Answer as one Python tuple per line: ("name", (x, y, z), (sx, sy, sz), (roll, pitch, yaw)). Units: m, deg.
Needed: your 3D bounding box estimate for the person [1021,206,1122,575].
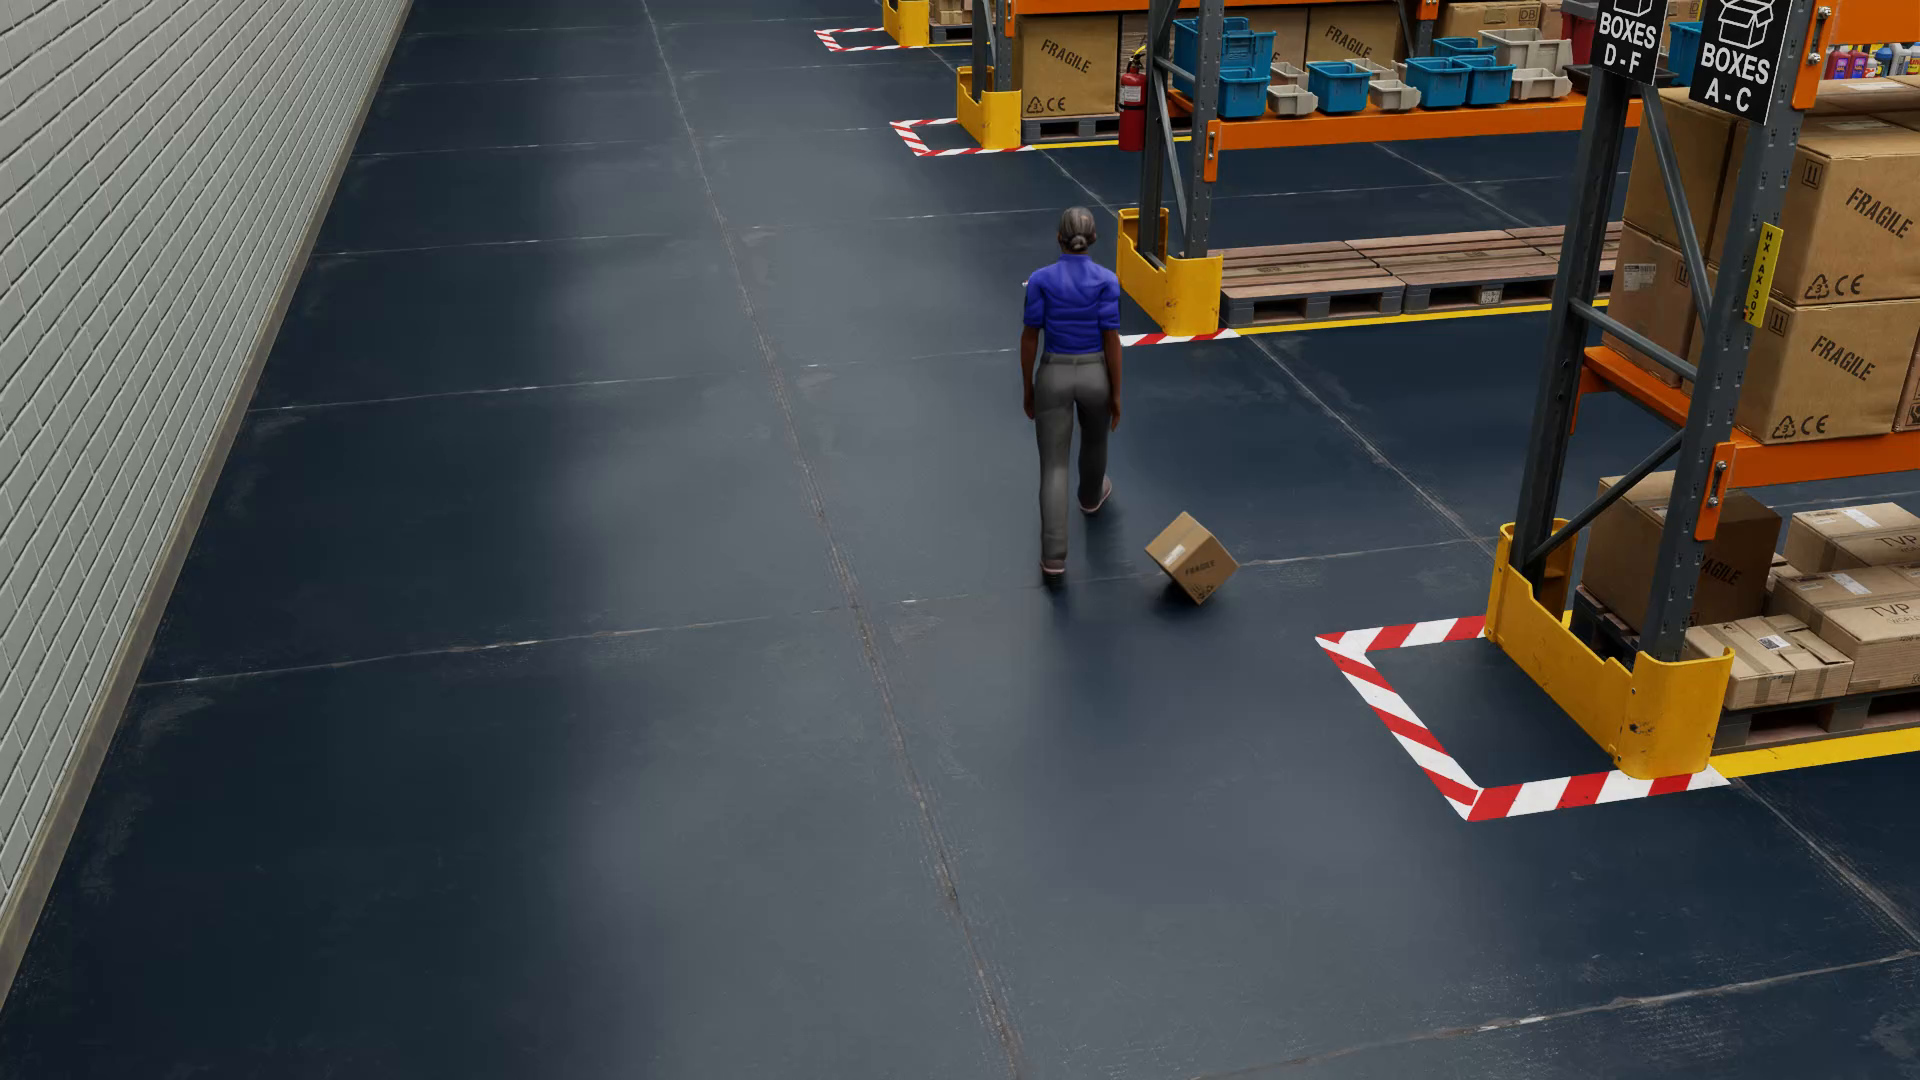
("person", (0.507, -0.722, 7.582), (0.465, 1.584, 1.065), (1, 27, 2))
